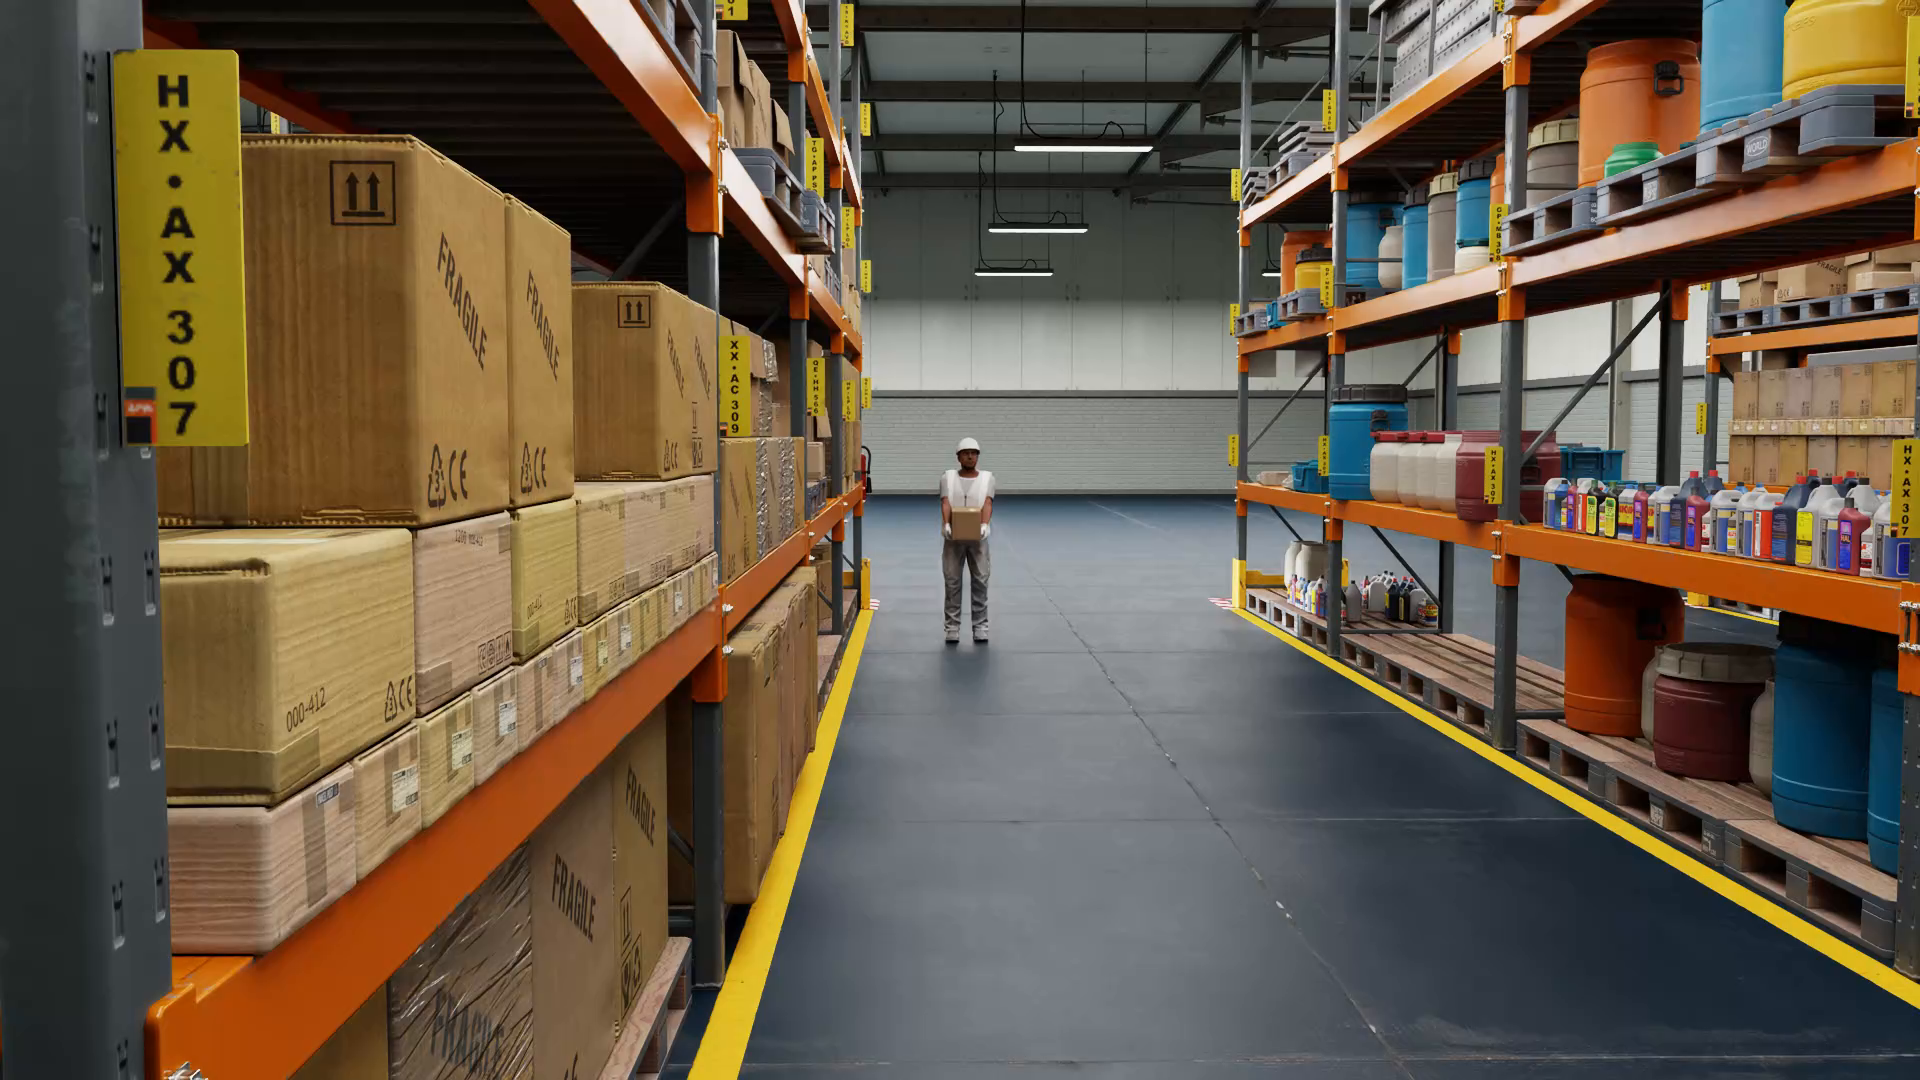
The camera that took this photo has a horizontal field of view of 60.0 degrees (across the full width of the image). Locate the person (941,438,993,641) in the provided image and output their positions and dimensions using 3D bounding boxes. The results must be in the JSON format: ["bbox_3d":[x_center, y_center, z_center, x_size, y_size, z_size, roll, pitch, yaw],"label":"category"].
[{"bbox_3d":[0.064,0.001,14.545,0.455,1.778,0.573,0,4,0],"label":"person"}]
